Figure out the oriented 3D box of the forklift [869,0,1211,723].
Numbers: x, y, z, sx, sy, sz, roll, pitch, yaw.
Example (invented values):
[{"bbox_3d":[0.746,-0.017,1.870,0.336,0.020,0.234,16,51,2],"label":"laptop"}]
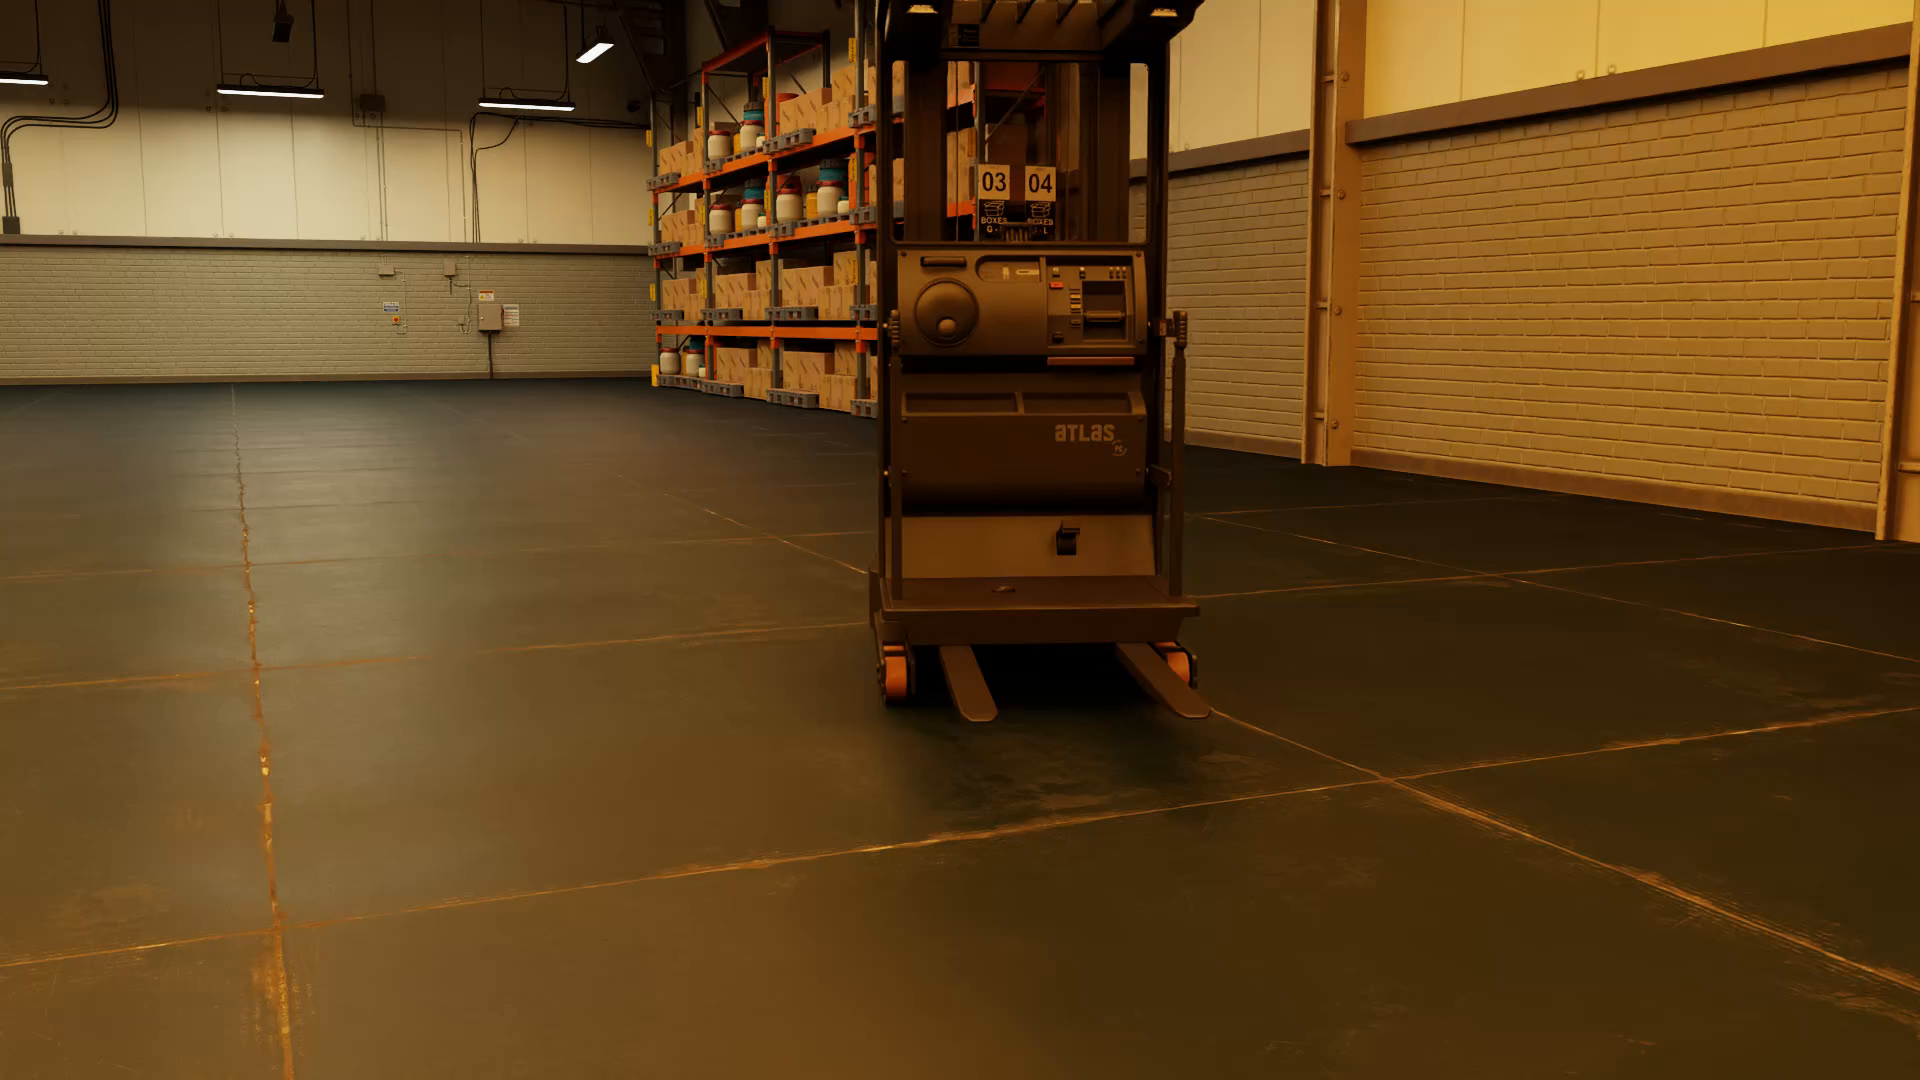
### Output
[{"bbox_3d":[0.250,-0.929,5.985,1.130,2.935,3.031,-1,8,-4],"label":"forklift"}]
